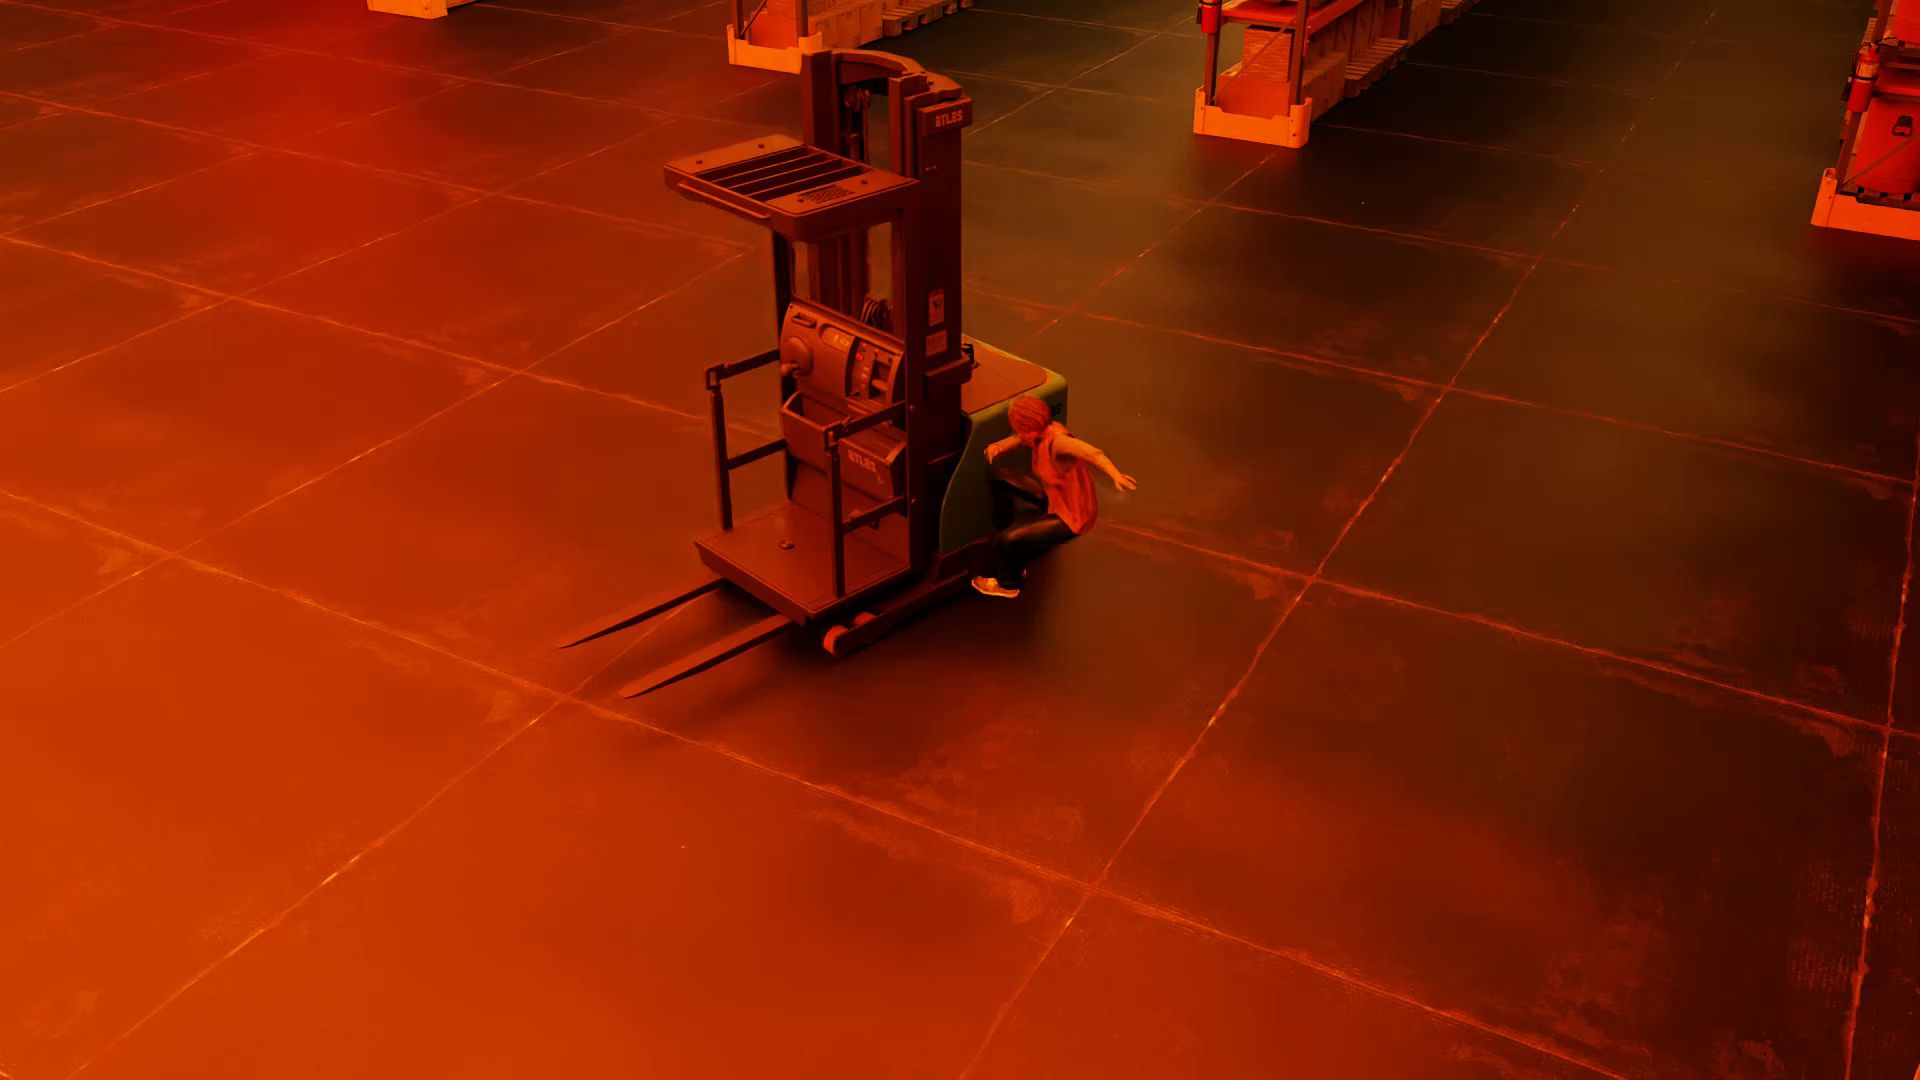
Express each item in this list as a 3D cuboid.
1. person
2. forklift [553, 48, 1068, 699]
[{"bbox_3d":[0.454,-0.148,8.922,0.638,1.227,1.223,-8,31,-14],"label":"person"},{"bbox_3d":[-0.786,-0.936,8.693,3.031,2.935,1.130,-25,38,-37],"label":"forklift"}]
